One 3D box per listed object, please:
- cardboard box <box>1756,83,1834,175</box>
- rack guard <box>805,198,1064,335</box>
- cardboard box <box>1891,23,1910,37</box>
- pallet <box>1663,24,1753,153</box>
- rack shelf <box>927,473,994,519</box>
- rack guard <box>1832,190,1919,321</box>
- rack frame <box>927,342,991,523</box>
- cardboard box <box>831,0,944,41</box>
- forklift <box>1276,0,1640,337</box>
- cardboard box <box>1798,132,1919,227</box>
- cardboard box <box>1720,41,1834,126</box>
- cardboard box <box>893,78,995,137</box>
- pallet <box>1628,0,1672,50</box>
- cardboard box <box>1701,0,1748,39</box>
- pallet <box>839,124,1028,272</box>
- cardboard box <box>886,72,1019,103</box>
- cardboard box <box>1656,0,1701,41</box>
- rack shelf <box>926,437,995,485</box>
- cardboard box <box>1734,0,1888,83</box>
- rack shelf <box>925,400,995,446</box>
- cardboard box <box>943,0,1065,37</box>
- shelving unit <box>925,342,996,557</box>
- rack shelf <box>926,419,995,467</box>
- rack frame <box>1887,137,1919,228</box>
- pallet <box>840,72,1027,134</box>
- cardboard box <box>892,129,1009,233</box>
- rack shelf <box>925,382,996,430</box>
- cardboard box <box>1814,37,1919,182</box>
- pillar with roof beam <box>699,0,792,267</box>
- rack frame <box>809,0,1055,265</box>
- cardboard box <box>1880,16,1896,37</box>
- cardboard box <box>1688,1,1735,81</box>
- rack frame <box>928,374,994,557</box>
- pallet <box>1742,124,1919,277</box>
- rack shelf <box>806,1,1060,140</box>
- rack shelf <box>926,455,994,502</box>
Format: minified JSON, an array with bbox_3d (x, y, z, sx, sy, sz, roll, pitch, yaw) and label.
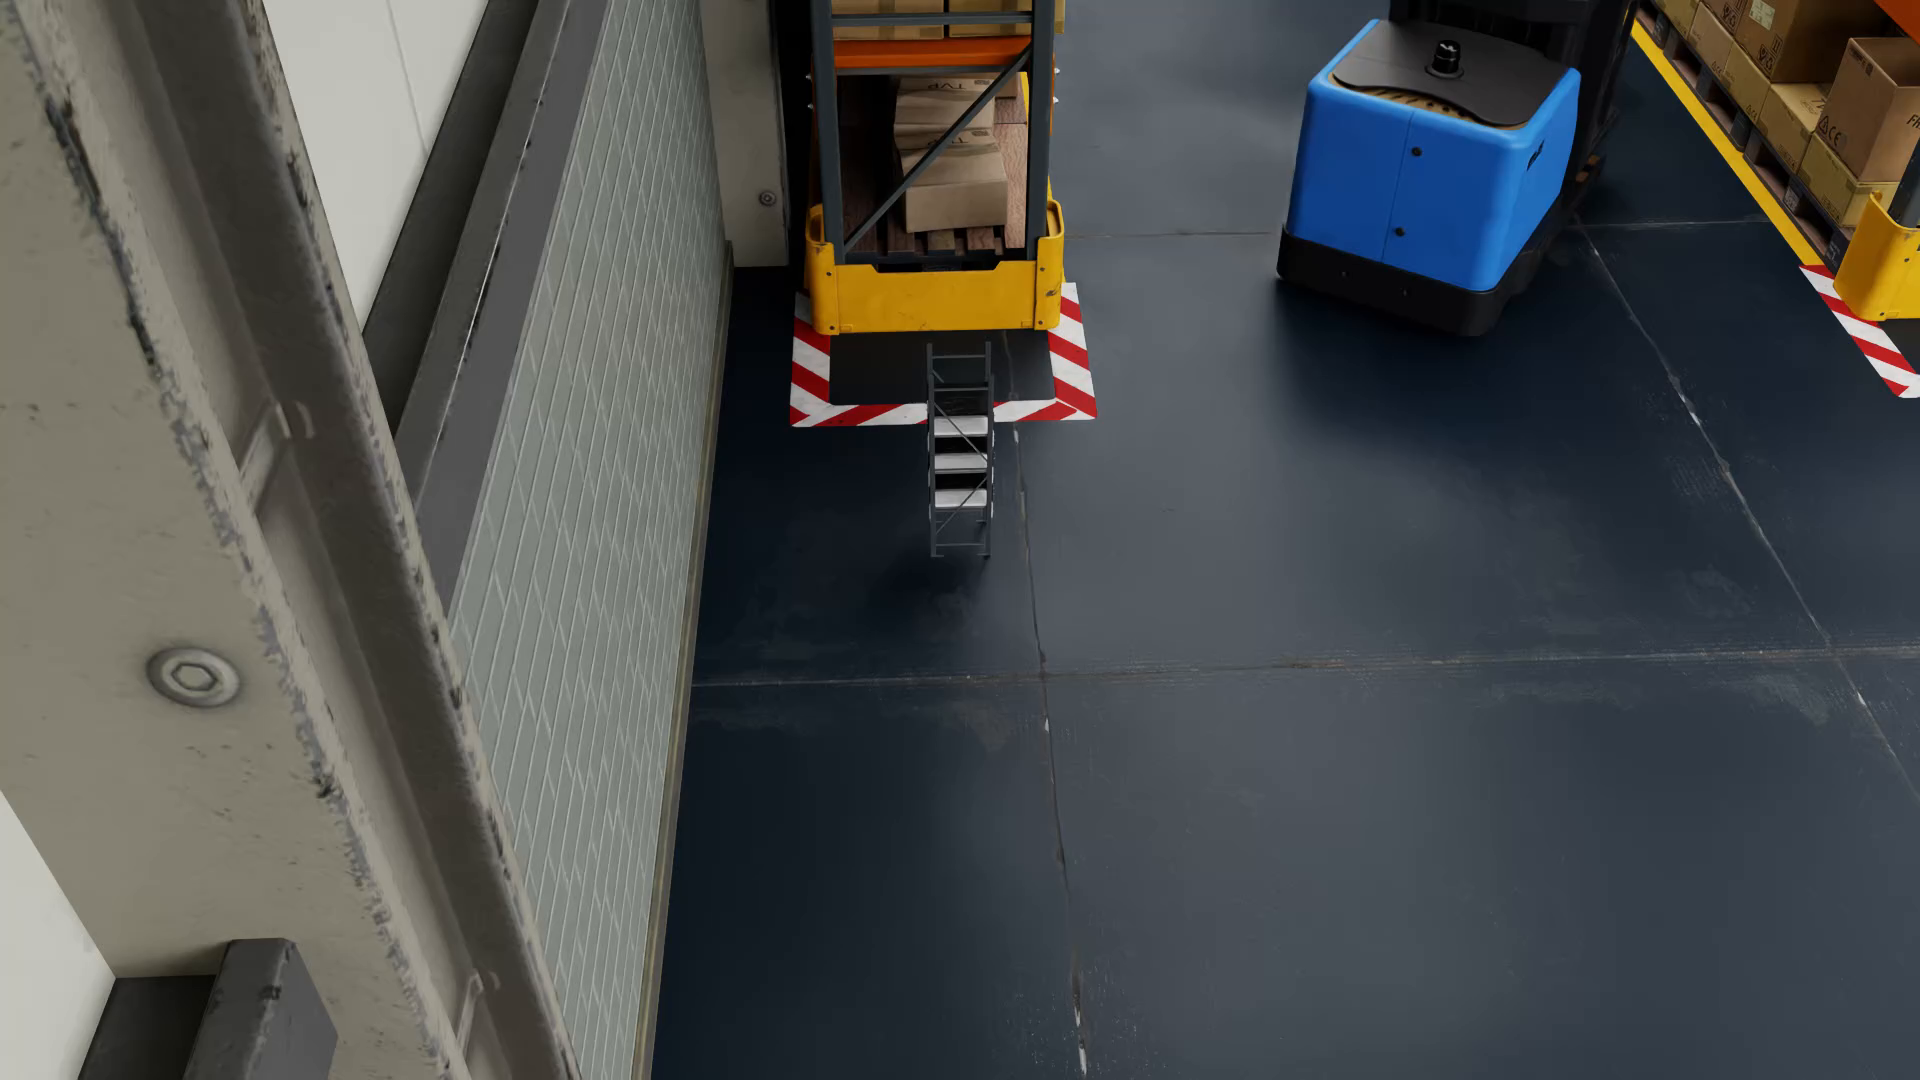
[{"bbox_3d":[4.484,-2.124,8.571,0.500,0.250,0.500,-2,43,-2],"label":"cardboard box"},{"bbox_3d":[-0.117,-1.277,7.773,1.175,0.500,0.348,-2,43,-2],"label":"rack guard"},{"bbox_3d":[5.012,-2.415,8.334,0.500,0.500,0.500,-2,43,-2],"label":"cardboard box"},{"bbox_3d":[4.713,-2.601,9.431,1.003,0.211,1.213,-2,43,-2],"label":"pallet"},{"bbox_3d":[0.000,-0.180,6.596,0.258,0.077,0.200,-2,43,-2],"label":"rack shelf"},{"bbox_3d":[4.837,-1.354,7.857,1.175,0.500,0.348,-2,43,-2],"label":"rack guard"},{"bbox_3d":[-0.005,-0.406,6.527,0.240,0.900,0.006,-2,43,-2],"label":"rack frame"},{"bbox_3d":[-0.327,-2.409,7.255,0.500,0.250,0.500,-1,43,-1],"label":"cardboard box"},{"bbox_3d":[2.741,-2.992,7.845,1.130,2.935,3.031,23,47,23],"label":"forklift"},{"bbox_3d":[4.518,-1.786,8.203,0.500,0.250,0.500,-2,43,-2],"label":"cardboard box"},{"bbox_3d":[4.461,-2.461,8.939,0.500,0.250,0.500,-2,43,-2],"label":"cardboard box"},{"bbox_3d":[-0.077,-2.173,8.565,0.500,0.311,0.500,2,43,2],"label":"cardboard box"},{"bbox_3d":[4.658,-3.426,10.332,1.003,0.211,1.213,-2,43,-2],"label":"pallet"},{"bbox_3d":[4.438,-3.075,9.054,0.500,0.500,0.500,-2,43,-2],"label":"cardboard box"},{"bbox_3d":[-0.116,-1.720,8.470,1.003,0.211,1.213,-2,43,-2],"label":"pallet"},{"bbox_3d":[-0.058,-2.739,9.043,0.700,0.500,0.500,-4,43,-4],"label":"cardboard box"},{"bbox_3d":[4.415,-3.136,9.676,0.500,0.250,0.500,-2,43,-2],"label":"cardboard box"},{"bbox_3d":[0.000,-0.313,6.474,0.258,0.077,0.200,-2,43,-2],"label":"rack shelf"},{"bbox_3d":[4.458,-2.738,8.686,0.500,0.500,0.500,-2,43,-2],"label":"cardboard box"},{"bbox_3d":[0.000,-0.445,6.353,0.258,0.077,0.200,-2,43,-2],"label":"rack shelf"},{"bbox_3d":[0.183,-2.438,7.286,0.500,0.250,0.500,-3,43,-3],"label":"cardboard box"},{"bbox_3d":[0.000,-0.337,6.452,0.258,0.900,0.210,-2,43,-2],"label":"shelving unit"},{"bbox_3d":[0.000,-0.379,6.414,0.258,0.077,0.200,-2,43,-2],"label":"rack shelf"},{"bbox_3d":[4.836,-2.292,7.030,1.000,3.000,0.127,-2,43,-2],"label":"rack frame"},{"bbox_3d":[-0.165,-2.542,9.366,1.003,0.211,1.213,-2,43,-2],"label":"pallet"},{"bbox_3d":[-0.053,-1.788,8.145,0.500,0.311,0.500,-6,43,-7],"label":"cardboard box"},{"bbox_3d":[0.000,-0.512,6.292,0.258,0.077,0.200,-2,43,-2],"label":"rack shelf"},{"bbox_3d":[4.516,-2.063,7.950,0.500,0.500,0.500,-2,43,-2],"label":"cardboard box"},{"bbox_3d":[3.294,-4.930,5.469,9.100,9.000,0.400,-2,43,-2],"label":"pillar with roof beam"},{"bbox_3d":[-0.113,-2.147,6.872,1.000,3.000,0.127,-2,43,-2],"label":"rack frame"},{"bbox_3d":[4.978,-2.752,8.702,0.500,0.500,0.500,-2,43,-2],"label":"cardboard box"},{"bbox_3d":[4.442,-2.799,9.308,0.500,0.250,0.500,-2,43,-2],"label":"cardboard box"},{"bbox_3d":[0.004,-0.269,6.377,0.240,0.900,0.006,-2,43,-2],"label":"rack frame"},{"bbox_3d":[4.761,-1.779,8.534,1.003,0.211,1.213,-2,43,-2],"label":"pallet"},{"bbox_3d":[-0.198,-3.232,8.589,1.077,0.370,4.000,-2,43,-2],"label":"rack shelf"},{"bbox_3d":[0.000,-0.246,6.535,0.258,0.077,0.200,-2,43,-2],"label":"rack shelf"}]
